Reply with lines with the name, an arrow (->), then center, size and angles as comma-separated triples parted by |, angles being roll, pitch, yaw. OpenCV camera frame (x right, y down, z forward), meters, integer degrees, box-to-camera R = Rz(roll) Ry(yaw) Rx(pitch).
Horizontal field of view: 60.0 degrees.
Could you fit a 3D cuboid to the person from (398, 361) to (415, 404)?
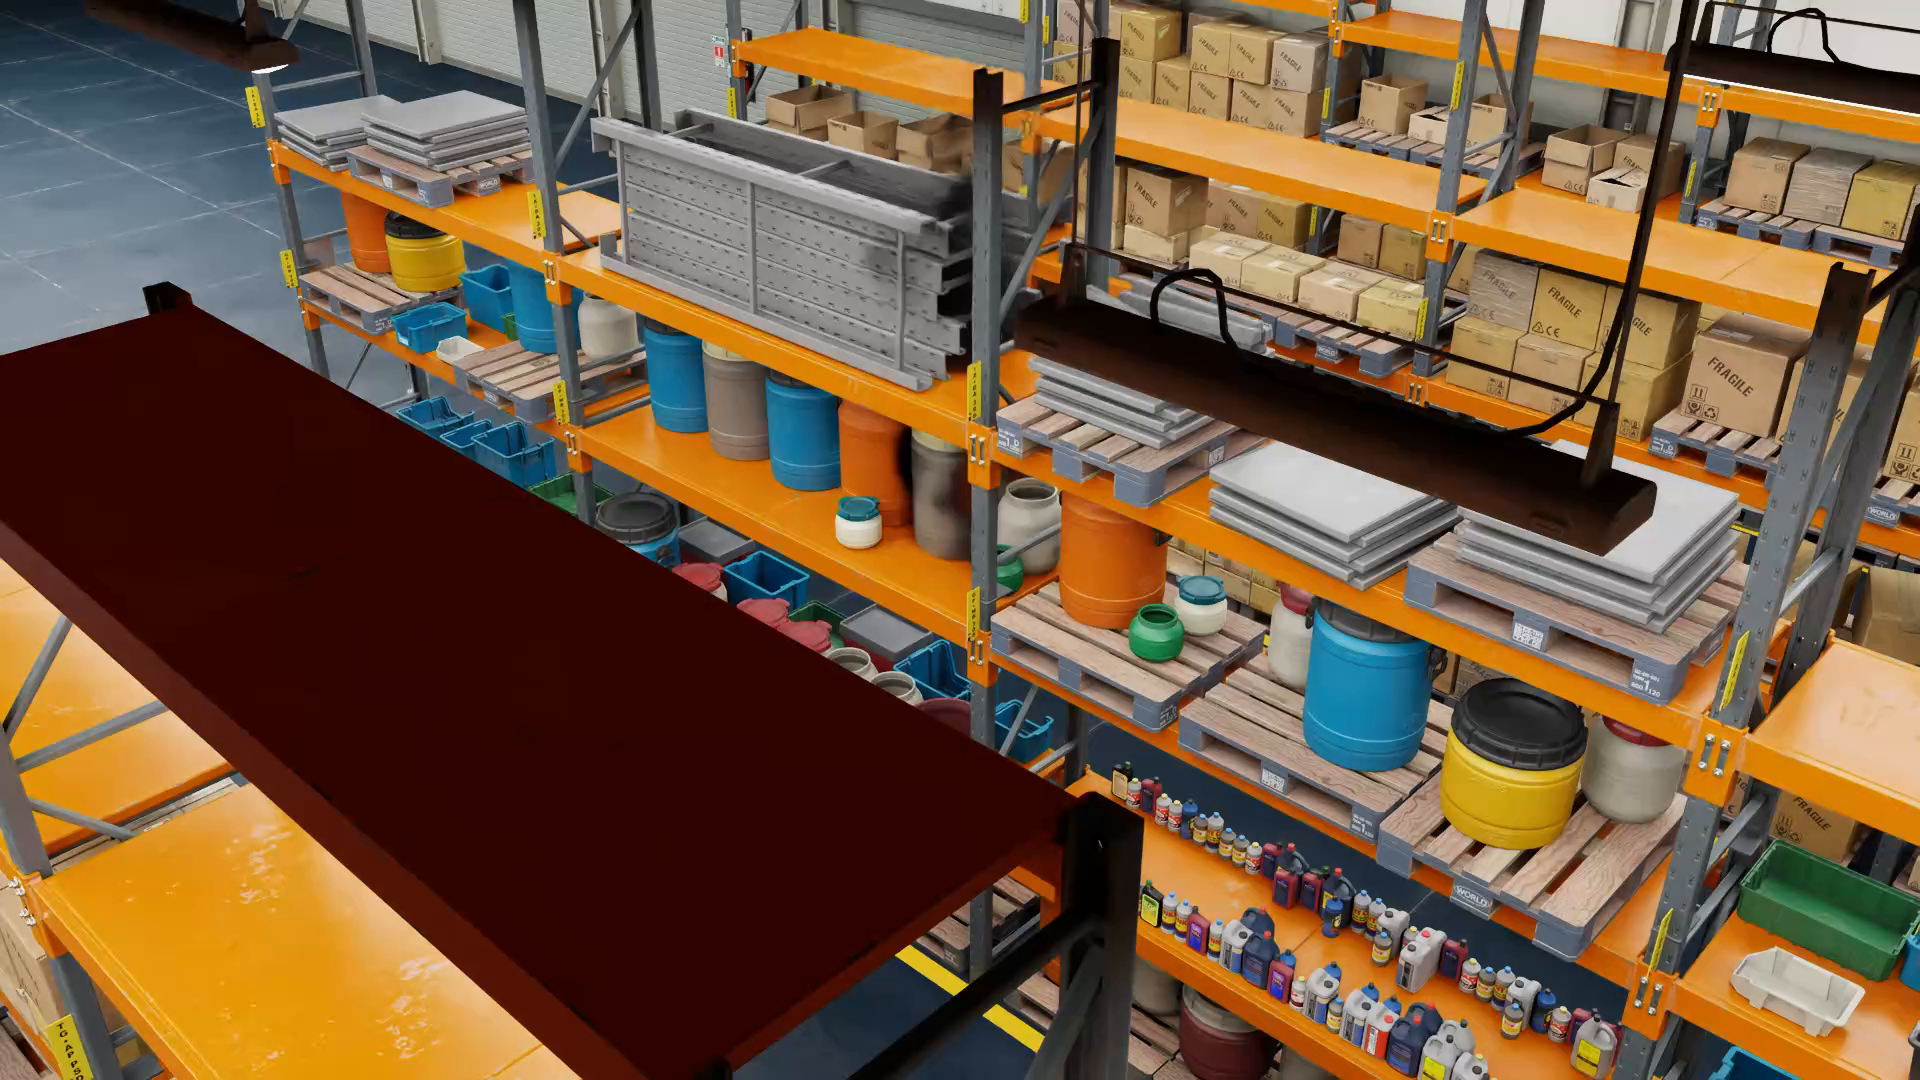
person -> -6.021, -2.413, 18.741 | 0.911, 1.779, 0.691 | -9, 31, -16
